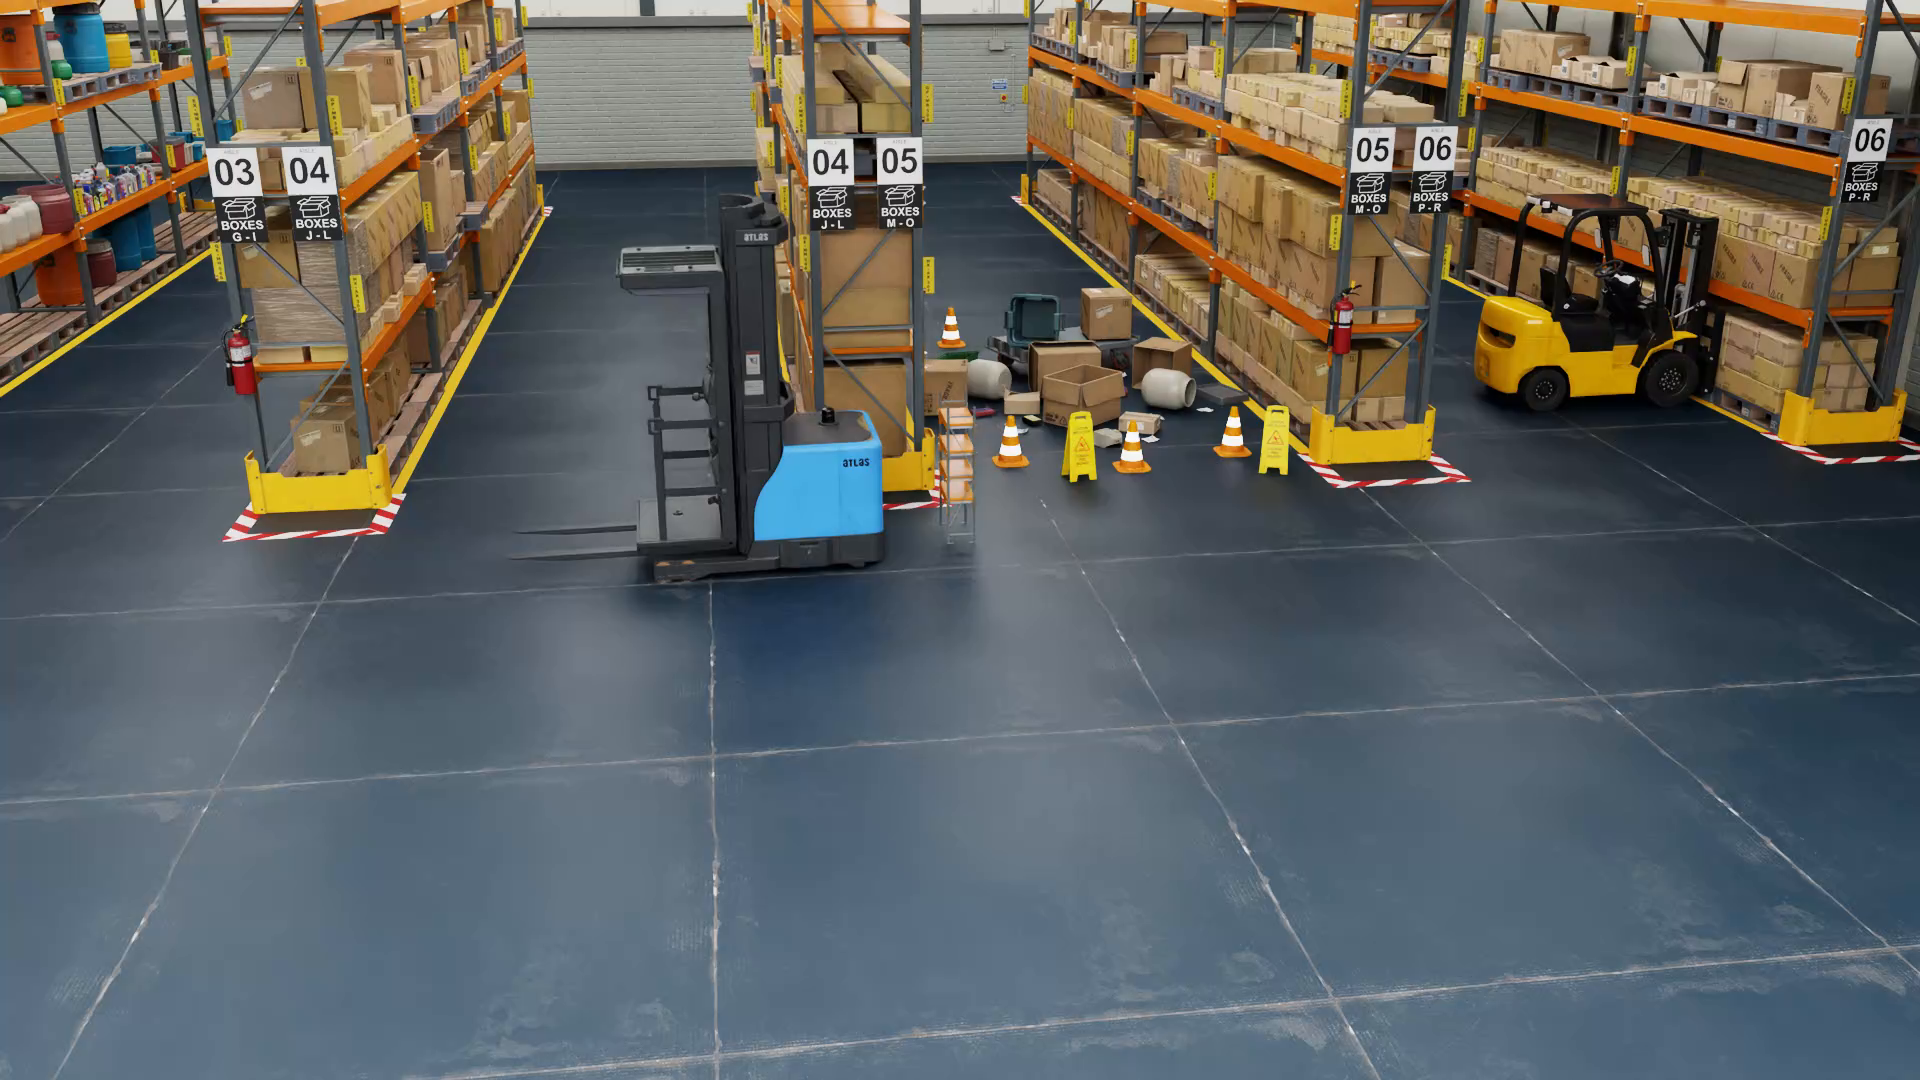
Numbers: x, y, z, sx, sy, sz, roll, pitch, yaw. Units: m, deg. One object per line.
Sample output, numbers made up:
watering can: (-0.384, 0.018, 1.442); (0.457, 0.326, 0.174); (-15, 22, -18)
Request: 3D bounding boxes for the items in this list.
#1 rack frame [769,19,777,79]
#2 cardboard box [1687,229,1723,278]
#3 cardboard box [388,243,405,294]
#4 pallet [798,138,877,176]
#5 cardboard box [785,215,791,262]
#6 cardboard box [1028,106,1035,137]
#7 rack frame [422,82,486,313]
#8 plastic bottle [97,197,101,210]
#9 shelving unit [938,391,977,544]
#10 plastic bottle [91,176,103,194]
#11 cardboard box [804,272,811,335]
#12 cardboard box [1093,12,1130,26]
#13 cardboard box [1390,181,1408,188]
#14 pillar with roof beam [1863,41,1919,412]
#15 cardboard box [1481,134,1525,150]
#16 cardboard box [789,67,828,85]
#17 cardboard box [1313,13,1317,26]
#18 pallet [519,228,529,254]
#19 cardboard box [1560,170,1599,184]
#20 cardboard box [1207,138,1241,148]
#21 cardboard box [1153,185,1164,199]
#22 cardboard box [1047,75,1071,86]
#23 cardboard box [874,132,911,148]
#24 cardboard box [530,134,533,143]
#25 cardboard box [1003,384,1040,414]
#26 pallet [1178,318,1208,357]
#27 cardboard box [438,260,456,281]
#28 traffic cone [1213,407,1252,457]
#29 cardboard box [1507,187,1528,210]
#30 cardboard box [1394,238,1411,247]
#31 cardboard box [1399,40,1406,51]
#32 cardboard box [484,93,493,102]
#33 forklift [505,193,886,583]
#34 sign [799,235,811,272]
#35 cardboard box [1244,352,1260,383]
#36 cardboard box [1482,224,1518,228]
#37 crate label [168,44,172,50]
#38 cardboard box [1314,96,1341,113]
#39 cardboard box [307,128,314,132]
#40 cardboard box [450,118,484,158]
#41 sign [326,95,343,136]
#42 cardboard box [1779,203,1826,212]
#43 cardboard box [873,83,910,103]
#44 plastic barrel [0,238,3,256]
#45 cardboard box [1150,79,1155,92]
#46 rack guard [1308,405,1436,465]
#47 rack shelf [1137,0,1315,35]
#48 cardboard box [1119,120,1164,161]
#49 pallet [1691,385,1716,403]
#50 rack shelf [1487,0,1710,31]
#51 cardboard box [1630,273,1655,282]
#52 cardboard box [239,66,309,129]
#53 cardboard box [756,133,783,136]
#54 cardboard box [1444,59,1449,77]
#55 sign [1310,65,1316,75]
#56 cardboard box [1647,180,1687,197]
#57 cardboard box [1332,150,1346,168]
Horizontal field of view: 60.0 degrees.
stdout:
rack frame: (-1.986, -7.493, 21.415); (1.000, 3.000, 0.127); (-3, 21, -8)
cardboard box: (8.408, -3.184, 18.310); (0.500, 0.500, 0.500); (-3, 21, -7)
cardboard box: (-6.120, -2.766, 16.768); (0.875, 0.500, 0.500); (-3, 21, -8)
pallet: (-0.950, -3.532, 15.226); (1.003, 0.211, 1.213); (-3, 21, -8)
cardboard box: (-1.749, -3.511, 19.187); (0.500, 0.500, 0.500); (-3, 21, -8)
cardboard box: (1.529, -7.603, 30.142); (0.500, 0.500, 0.500); (-3, 21, -8)
rack frame: (-6.909, -4.467, 21.889); (1.000, 3.000, 0.127); (-3, 21, -8)
plastic bottle: (-11.628, -4.538, 22.363); (0.097, 0.201, 0.097); (0, 20, 0)
shelving unit: (-0.024, -0.619, 14.160); (0.258, 1.200, 0.503); (-3, 21, -8)
plastic bottle: (-11.903, -4.842, 22.962); (0.144, 0.351, 0.185); (-3, 21, -8)
cardboard box: (-1.032, -2.298, 15.868); (0.875, 0.550, 0.550); (-3, 21, -8)
cardboard box: (2.444, -8.262, 26.876); (0.500, 0.500, 0.500); (-3, 21, -7)
cardboard box: (7.106, -5.847, 27.204); (0.380, 0.149, 0.250); (-4, 21, -10)
pillar with roof beam: (5.494, -5.328, 15.621); (9.100, 9.000, 0.400); (-3, 21, -8)
cardboard box: (7.889, -5.648, 24.308); (0.500, 0.500, 0.500); (-2, 21, -5)
cardboard box: (-1.474, -4.532, 16.252); (0.380, 0.149, 0.250); (-3, 21, -8)
cardboard box: (6.526, -9.353, 29.760); (0.500, 0.250, 0.500); (-3, 21, -8)
pallet: (-7.518, -4.813, 26.800); (1.003, 0.211, 1.213); (-3, 21, -8)
cardboard box: (7.933, -4.645, 21.297); (0.380, 0.149, 0.250); (-3, 21, -9)
cardboard box: (3.412, -5.101, 21.492); (0.380, 0.149, 0.250); (-4, 21, -10)
cardboard box: (2.781, -4.631, 22.087); (0.380, 0.149, 0.250); (-3, 21, -7)
cardboard box: (1.703, -7.880, 28.528); (0.380, 0.149, 0.250); (-3, 21, -9)
cardboard box: (-0.565, -3.578, 14.838); (0.380, 0.149, 0.250); (-3, 21, -7)
cardboard box: (-7.685, -7.012, 29.063); (0.380, 0.149, 0.250); (-3, 21, -7)
cardboard box: (0.661, -1.514, 17.891); (0.396, 0.266, 0.258); (1, 20, 2)
pallet: (3.360, -2.545, 20.729); (1.003, 0.211, 1.213); (-3, 21, -8)
cardboard box: (-6.696, -3.440, 21.011); (0.500, 0.250, 0.500); (-1, 20, -2)
traffic cone: (2.712, -1.092, 16.479); (0.336, 0.463, 0.334); (-3, 21, -8)
cardboard box: (7.780, -4.630, 22.539); (0.500, 0.250, 0.500); (-4, 21, -10)
cardboard box: (4.179, -2.740, 16.698); (0.500, 0.500, 0.500); (-2, 21, -6)
cardboard box: (7.031, -7.657, 25.760); (0.380, 0.149, 0.250); (-3, 21, -8)
cardboard box: (-8.188, -7.304, 28.203); (0.500, 0.500, 0.500); (-3, 21, -9)
forklift: (-2.177, -1.226, 13.310); (3.031, 2.935, 1.130); (-4, 21, -9)
sign: (-1.372, -2.543, 14.745); (0.100, 0.325, 0.005); (-3, 21, -8)
cardboard box: (3.459, -1.905, 18.359); (0.500, 0.250, 0.500); (-3, 21, -8)
cardboard box: (8.025, -4.404, 24.693); (0.500, 0.500, 0.500); (-2, 21, -6)
crate label: (-13.150, -7.987, 27.238); (0.408, 0.251, 0.502); (-3, 21, -8)
cardboard box: (3.670, -4.229, 16.185); (0.380, 0.149, 0.250); (-3, 21, -7)
cardboard box: (-6.278, -3.847, 15.587); (0.380, 0.149, 0.250); (-4, 21, -11)
cardboard box: (-7.193, -5.695, 23.601); (0.797, 0.503, 0.637); (-2, 21, -6)
sign: (-5.219, -3.539, 13.869); (0.100, 0.325, 0.005); (-3, 21, -8)
cardboard box: (9.045, -3.521, 17.861); (0.380, 0.149, 0.250); (-3, 21, -9)
cardboard box: (-0.566, -3.948, 14.690); (0.380, 0.149, 0.250); (-3, 21, -7)
plastic barrel: (-11.260, -3.492, 19.085); (0.433, 0.535, 0.433); (0, 20, 0)
cardboard box: (2.775, -6.137, 22.431); (0.380, 0.149, 0.250); (-3, 21, -8)
rack guard: (4.040, -1.052, 16.319); (1.175, 0.500, 0.348); (-3, 21, -8)
rack shelf: (3.186, -6.560, 20.519); (1.077, 0.370, 4.000); (-3, 21, -8)
cardboard box: (2.564, -5.648, 23.479); (0.500, 0.500, 0.500); (-3, 21, -9)
pallet: (8.638, -1.826, 18.805); (1.003, 0.211, 1.213); (-3, 21, -8)
rack shelf: (8.097, -6.812, 21.193); (1.077, 0.370, 4.000); (-3, 21, -8)
cardboard box: (8.145, -3.027, 19.935); (0.500, 0.250, 0.500); (-3, 21, -9)
cardboard box: (-6.230, -4.047, 15.194); (0.500, 0.500, 0.500); (-3, 21, -8)
cardboard box: (-2.847, -5.994, 24.885); (0.380, 0.149, 0.250); (-3, 21, -8)
cardboard box: (7.421, -6.893, 24.311); (0.500, 0.250, 0.500); (-3, 21, -8)
sign: (4.010, -5.259, 18.984); (0.100, 0.325, 0.005); (-3, 21, -8)
cardboard box: (8.282, -4.113, 19.446); (0.380, 0.149, 0.250); (-3, 21, -7)
cardboard box: (3.723, -3.594, 15.623); (0.380, 0.149, 0.250); (-3, 21, -8)
